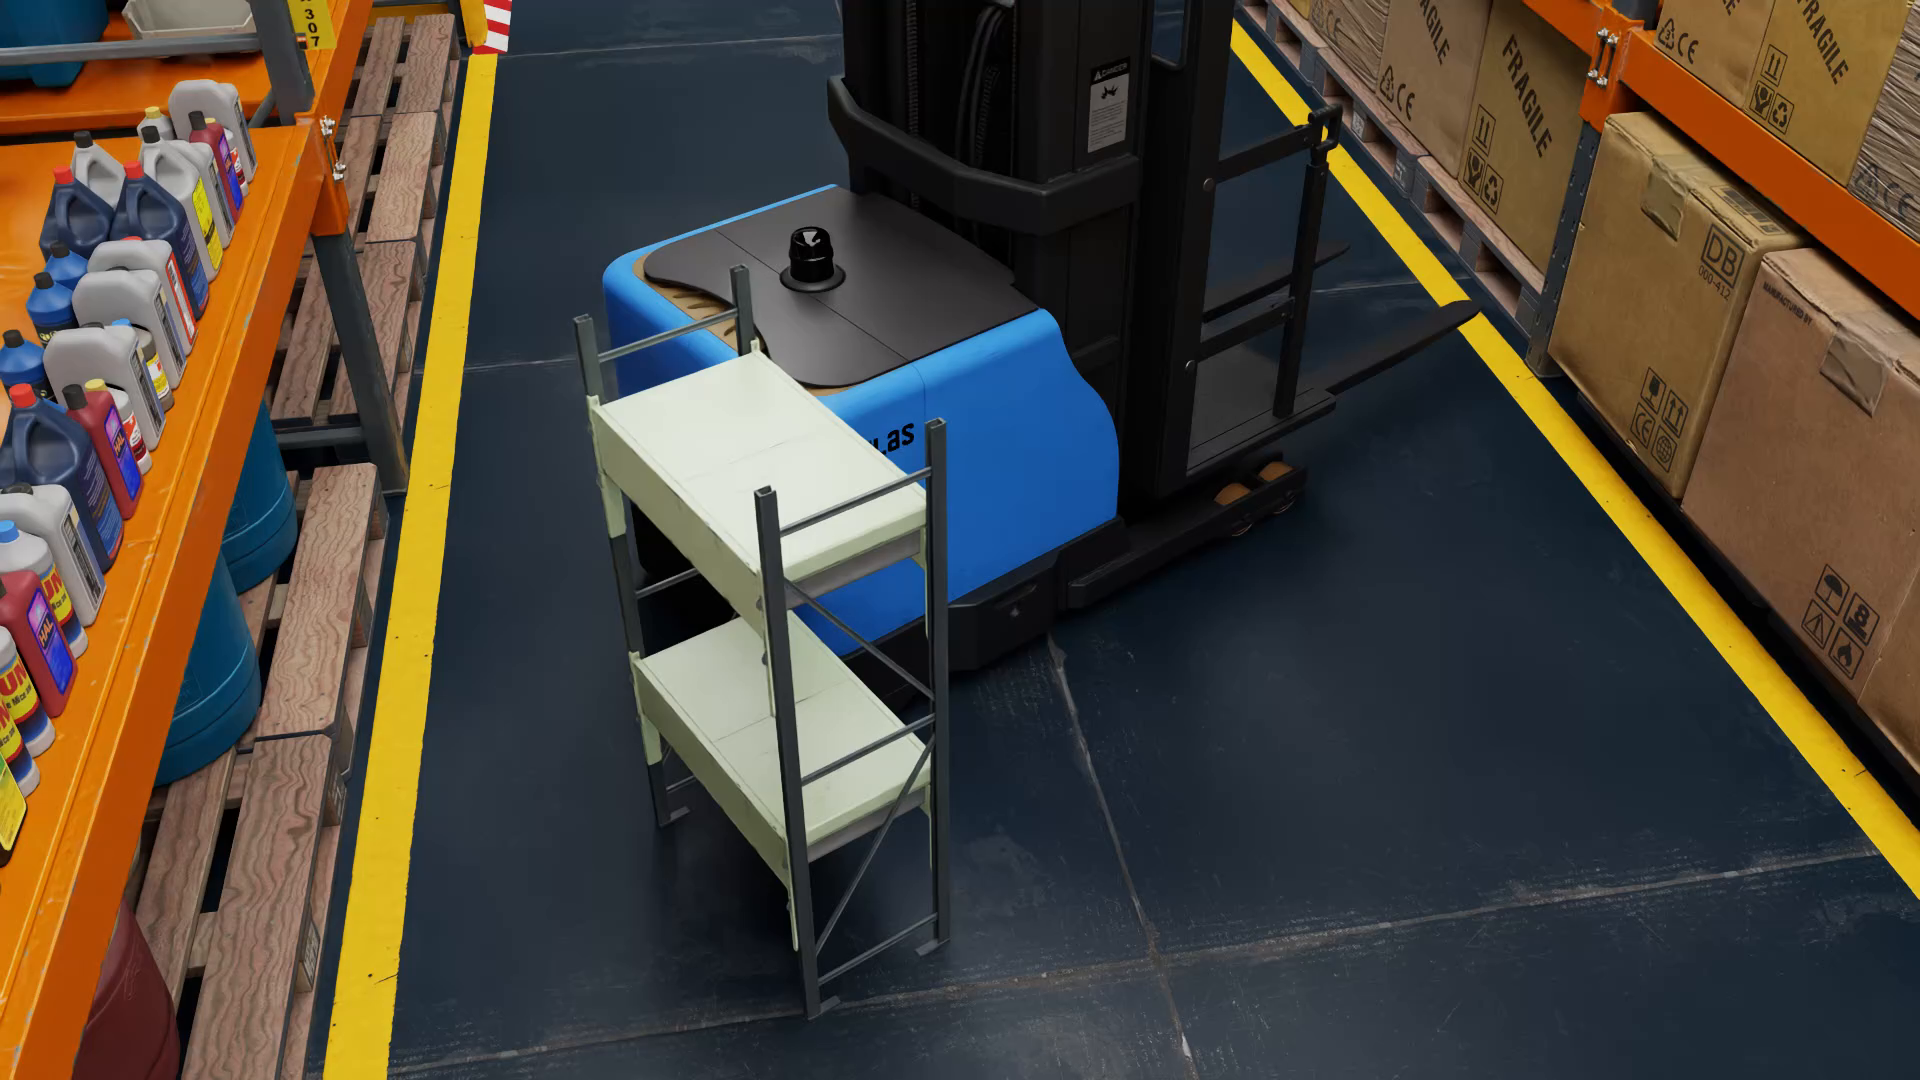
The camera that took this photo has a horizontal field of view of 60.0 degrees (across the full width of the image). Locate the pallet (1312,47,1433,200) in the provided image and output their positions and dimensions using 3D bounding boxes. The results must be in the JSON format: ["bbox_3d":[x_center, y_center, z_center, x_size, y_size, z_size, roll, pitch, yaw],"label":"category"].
[{"bbox_3d":[2.291,-1.954,7.593,1.003,0.211,1.213,-6,38,-8],"label":"pallet"}]

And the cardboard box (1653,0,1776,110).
[{"bbox_3d":[2.399,-1.584,4.762,0.500,0.500,0.500,-6,38,-8],"label":"cardboard box"}]

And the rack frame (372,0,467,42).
[{"bbox_3d":[-3.013,-3.732,7.609,1.000,3.000,0.127,-6,38,-8],"label":"rack frame"}]

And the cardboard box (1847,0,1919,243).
[{"bbox_3d":[2.576,-0.978,3.982,0.500,0.500,0.500,-7,38,-9],"label":"cardboard box"}]

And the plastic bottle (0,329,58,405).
[{"bbox_3d":[-1.827,-0.291,3.284,0.097,0.271,0.097,0,38,0],"label":"plastic bottle"}]

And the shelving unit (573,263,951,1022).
[{"bbox_3d":[-0.406,0.257,3.696,0.431,1.500,0.755,-24,44,-27],"label":"shelving unit"}]

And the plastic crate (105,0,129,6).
[{"bbox_3d":[-2.772,-1.878,5.398,0.437,0.125,0.590,-6,38,-8],"label":"plastic crate"}]

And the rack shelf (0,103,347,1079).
[{"bbox_3d":[-1.961,0.176,3.165,1.077,0.370,4.000,-6,38,-8],"label":"rack shelf"}]

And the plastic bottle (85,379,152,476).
[{"bbox_3d":[-1.660,-0.221,3.251,0.097,0.201,0.097,0,38,0],"label":"plastic bottle"}]

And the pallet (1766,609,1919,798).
[{"bbox_3d":[2.992,0.449,4.500,1.003,0.211,1.213,-6,38,-8],"label":"pallet"}]

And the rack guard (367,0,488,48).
[{"bbox_3d":[-3.030,-2.758,8.393,1.175,0.500,0.348,-6,38,-8],"label":"rack guard"}]

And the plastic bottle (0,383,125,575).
[{"bbox_3d":[-1.635,-0.111,2.988,0.144,0.351,0.185,-6,38,-8],"label":"plastic bottle"}]

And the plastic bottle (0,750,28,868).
[{"bbox_3d":[-1.468,0.345,2.456,0.061,0.283,0.133,-6,38,-8],"label":"plastic bottle"}]

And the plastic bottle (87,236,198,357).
[{"bbox_3d":[-1.772,-0.539,3.599,0.152,0.276,0.135,-6,38,-8],"label":"plastic bottle"}]

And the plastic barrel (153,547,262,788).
[{"bbox_3d":[-2.109,0.105,4.038,0.600,0.901,0.708,-6,38,-8],"label":"plastic barrel"}]

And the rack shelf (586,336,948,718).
[{"bbox_3d":[-0.407,-0.051,3.456,0.431,0.370,0.720,-24,44,-27],"label":"rack shelf"}]

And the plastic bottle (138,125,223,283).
[{"bbox_3d":[-1.828,-0.777,3.845,0.144,0.351,0.185,-6,38,-8],"label":"plastic bottle"}]

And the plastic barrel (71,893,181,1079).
[{"bbox_3d":[-1.911,0.911,3.256,0.600,0.588,0.708,-6,38,-8],"label":"plastic barrel"}]

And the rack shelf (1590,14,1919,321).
[{"bbox_3d":[2.915,-0.357,3.851,1.077,0.370,4.000,-6,38,-8],"label":"rack shelf"}]

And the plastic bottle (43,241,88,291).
[{"bbox_3d":[-1.891,-0.512,3.569,0.097,0.271,0.097,0,38,0],"label":"plastic bottle"}]

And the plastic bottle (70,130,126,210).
[{"bbox_3d":[-1.970,-0.761,3.825,0.144,0.351,0.185,-6,38,-8],"label":"plastic bottle"}]

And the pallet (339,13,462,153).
[{"bbox_3d":[-2.906,-2.129,7.818,1.003,0.211,1.213,-6,38,-8],"label":"pallet"}]

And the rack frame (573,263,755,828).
[{"bbox_3d":[-0.620,0.075,3.931,0.400,1.500,0.023,-24,44,-27],"label":"rack frame"}]

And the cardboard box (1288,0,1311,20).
[{"bbox_3d":[2.055,-3.214,8.331,0.875,0.875,0.875,-6,38,-8],"label":"cardboard box"}]

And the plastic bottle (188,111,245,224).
[{"bbox_3d":[-1.839,-0.932,4.100,0.061,0.283,0.133,-6,38,-8],"label":"plastic bottle"}]

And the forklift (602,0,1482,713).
[{"bbox_3d":[0.486,-1.397,4.659,3.031,2.935,1.130,-26,45,-30],"label":"forklift"}]

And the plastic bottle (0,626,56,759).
[{"bbox_3d":[-1.523,0.223,2.622,0.097,0.271,0.097,0,38,0],"label":"plastic bottle"}]

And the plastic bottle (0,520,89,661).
[{"bbox_3d":[-1.564,0.084,2.802,0.097,0.271,0.097,0,38,0],"label":"plastic bottle"}]

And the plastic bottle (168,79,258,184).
[{"bbox_3d":[-1.924,-1.064,4.275,0.152,0.276,0.135,-6,38,-8],"label":"plastic bottle"}]

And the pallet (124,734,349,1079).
[{"bbox_3d":[-2.000,0.994,3.798,1.003,0.211,1.213,-6,38,-8],"label":"pallet"}]

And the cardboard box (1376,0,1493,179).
[{"bbox_3d":[2.370,-2.126,6.932,0.875,0.875,0.875,-6,38,-8],"label":"cardboard box"}]

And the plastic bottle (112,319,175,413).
[{"bbox_3d":[-1.701,-0.361,3.431,0.097,0.201,0.097,0,38,0],"label":"plastic bottle"}]

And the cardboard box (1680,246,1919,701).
[{"bbox_3d":[2.854,-0.252,4.518,1.225,0.875,0.875,-7,38,-10],"label":"cardboard box"}]

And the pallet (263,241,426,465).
[{"bbox_3d":[-2.479,-0.655,5.921,1.003,0.211,1.213,-6,38,-8],"label":"pallet"}]

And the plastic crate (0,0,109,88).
[{"bbox_3d":[-2.729,-1.579,4.801,0.392,0.384,0.575,-6,38,-8],"label":"plastic crate"}]
